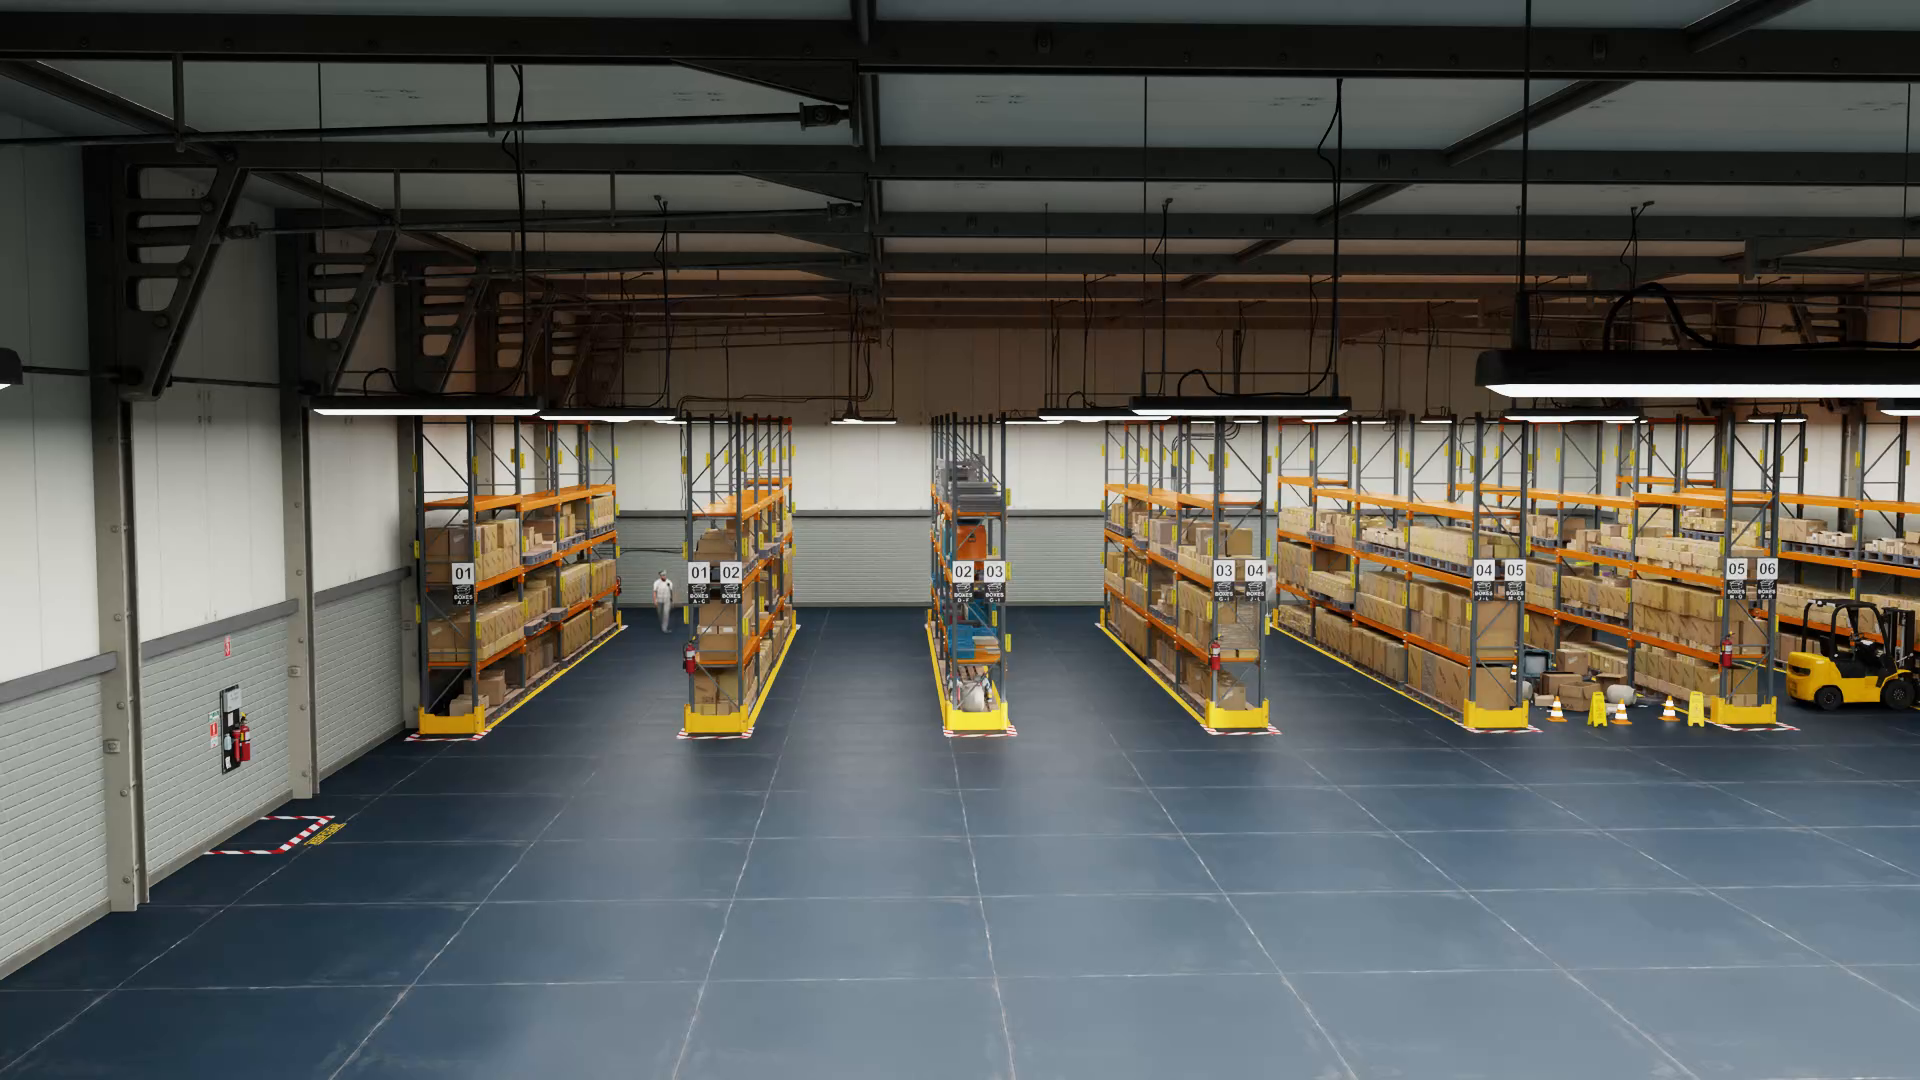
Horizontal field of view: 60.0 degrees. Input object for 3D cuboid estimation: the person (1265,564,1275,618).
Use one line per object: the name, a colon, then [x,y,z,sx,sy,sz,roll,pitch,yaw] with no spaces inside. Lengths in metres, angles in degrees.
person: [9.185,1.529,49.777,0.438,1.623,0.487,3,5,42]

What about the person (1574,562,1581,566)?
person: [18.303,1.510,49.302,1.013,1.727,0.611,0,4,-6]

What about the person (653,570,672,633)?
person: [-8.293,1.699,46.388,0.527,1.731,1.021,0,4,3]
